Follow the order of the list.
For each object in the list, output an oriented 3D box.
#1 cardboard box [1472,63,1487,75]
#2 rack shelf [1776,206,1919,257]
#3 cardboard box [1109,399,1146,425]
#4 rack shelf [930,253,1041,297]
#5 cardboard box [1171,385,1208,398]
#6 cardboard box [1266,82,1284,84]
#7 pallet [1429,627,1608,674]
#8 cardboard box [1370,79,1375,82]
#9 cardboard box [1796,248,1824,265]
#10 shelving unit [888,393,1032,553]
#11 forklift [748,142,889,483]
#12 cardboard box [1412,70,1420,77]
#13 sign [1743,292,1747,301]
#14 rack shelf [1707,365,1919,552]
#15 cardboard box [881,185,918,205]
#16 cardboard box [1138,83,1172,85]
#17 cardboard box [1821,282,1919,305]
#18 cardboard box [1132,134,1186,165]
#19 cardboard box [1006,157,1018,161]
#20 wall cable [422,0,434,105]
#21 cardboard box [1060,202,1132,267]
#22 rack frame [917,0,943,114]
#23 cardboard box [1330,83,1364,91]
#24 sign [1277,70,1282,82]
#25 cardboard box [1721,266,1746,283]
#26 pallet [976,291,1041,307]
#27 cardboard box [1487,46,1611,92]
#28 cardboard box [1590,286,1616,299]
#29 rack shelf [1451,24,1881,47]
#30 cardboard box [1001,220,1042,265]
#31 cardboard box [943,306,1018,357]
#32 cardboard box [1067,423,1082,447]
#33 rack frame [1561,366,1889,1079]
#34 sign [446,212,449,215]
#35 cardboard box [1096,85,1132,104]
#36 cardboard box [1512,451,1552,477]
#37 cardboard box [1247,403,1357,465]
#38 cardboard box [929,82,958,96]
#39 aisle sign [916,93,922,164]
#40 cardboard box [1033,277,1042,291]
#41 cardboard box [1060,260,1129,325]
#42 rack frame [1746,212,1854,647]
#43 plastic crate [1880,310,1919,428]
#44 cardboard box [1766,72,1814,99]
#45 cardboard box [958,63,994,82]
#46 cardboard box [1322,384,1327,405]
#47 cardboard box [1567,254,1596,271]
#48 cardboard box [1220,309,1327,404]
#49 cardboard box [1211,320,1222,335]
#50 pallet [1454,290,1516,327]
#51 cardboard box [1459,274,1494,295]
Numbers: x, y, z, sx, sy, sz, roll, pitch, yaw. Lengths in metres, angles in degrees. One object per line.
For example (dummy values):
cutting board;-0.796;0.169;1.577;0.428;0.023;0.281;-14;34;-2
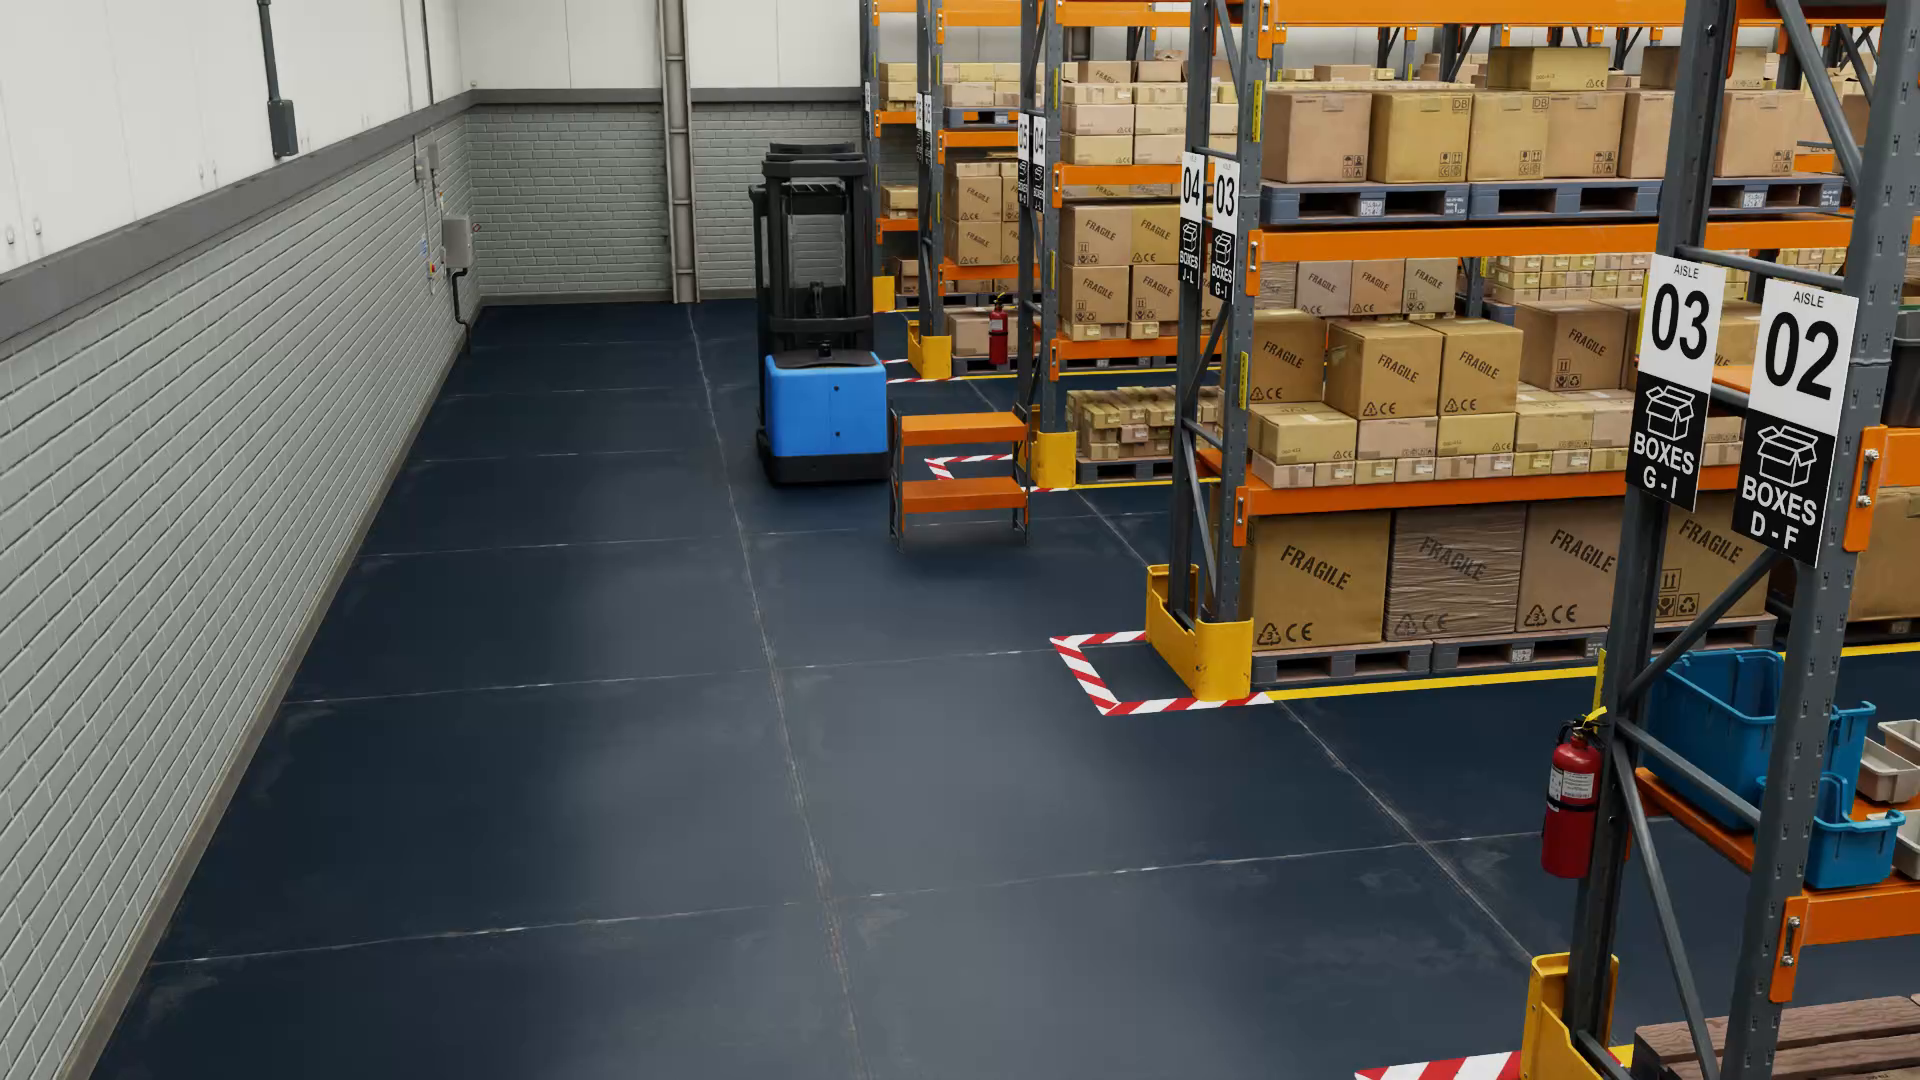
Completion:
cardboard box;6.572;-5.501;20.119;0.500;0.500;0.700;-4;18;-13
rack shelf;7.424;-2.050;10.995;4.000;0.370;1.077;-3;17;-10
cardboard box;1.518;-1.165;15.124;0.250;0.149;0.380;-3;17;-9
rack shelf;1.616;-3.251;20.011;4.000;0.370;1.077;-3;17;-10
cardboard box;2.170;-1.362;15.765;0.250;0.149;0.380;-3;17;-8
cardboard box;2.733;-4.052;15.012;0.250;0.149;0.380;-4;17;-12
pallet;3.498;0.573;11.088;1.213;0.211;1.003;-3;17;-10
cardboard box;6.002;-6.814;24.856;0.250;0.149;0.380;-4;17;-12
cardboard box;7.905;-2.700;15.691;0.250;0.149;0.380;-3;17;-11
shelving unit;-0.007;-0.537;13.145;1.048;1.125;0.538;-3;17;-10
forklift;-1.401;-2.295;15.790;1.130;2.935;3.031;-3;17;-10
cardboard box;7.225;-7.084;25.529;0.500;0.250;0.500;-3;17;-10
sign;5.348;-1.521;11.316;0.005;0.325;0.100;-3;17;-10
rack shelf;4.436;-0.400;5.621;4.000;0.370;1.077;-3;17;-10
cardboard box;-0.891;-5.086;24.512;0.500;0.250;0.500;-3;17;-9
cardboard box;1.713;-4.003;14.851;0.250;0.149;0.380;-3;17;-10
cardboard box;6.086;-1.414;10.929;0.637;0.503;0.797;-4;17;-12
cardboard box;1.698;-3.403;14.430;0.500;0.250;0.500;-3;17;-9
cardboard box;0.704;-4.458;19.741;0.250;0.149;0.380;-3;17;-9
wall cable;-6.510;-6.993;20.688;0.133;3.039;2.988;-3;17;-10
cardboard box;1.182;-2.678;14.542;0.500;0.500;0.500;-3;17;-11
rack frame;-0.347;-6.351;18.662;0.127;3.000;1.000;-3;17;-10
cardboard box;3.341;-3.920;14.580;0.250;0.149;0.380;-4;18;-13
sign;3.687;-5.265;19.220;0.005;0.325;0.100;-3;17;-10
cardboard box;7.137;-2.514;15.593;0.250;0.149;0.380;-3;17;-11
pallet;0.760;-3.696;24.988;1.213;0.211;1.003;-3;17;-10
cardboard box;3.518;-2.825;9.957;0.500;0.250;0.500;-4;17;-12
cardboard box;5.856;-2.298;15.398;0.250;0.149;0.380;-3;17;-10
rack shelf;6.582;-4.729;15.287;4.000;0.370;1.077;-3;17;-10
cardboard box;0.670;-3.511;19.464;0.500;0.500;0.500;-3;17;-11
cardboard box;0.282;-2.525;20.071;0.875;0.438;0.875;-4;17;-12
cardboard box;1.168;-0.989;15.563;0.250;0.149;0.380;-3;17;-10
rack frame;2.472;0.802;5.593;0.127;3.000;1.000;-3;17;-10
sign;-6.431;-3.861;20.936;0.001;0.494;0.329;-3;17;-10
cardboard box;1.306;-3.815;14.239;0.250;0.149;0.380;-3;17;-8
cardboard box;3.454;-0.517;10.313;0.250;0.149;0.380;-4;17;-12
cardboard box;2.055;-0.646;10.054;0.500;0.250;0.500;-4;17;-12
cardboard box;-0.310;-6.398;23.674;0.500;0.250;0.500;-3;17;-9
aisle sign;-0.477;-4.811;19.439;0.004;0.787;0.394;-3;17;-10
cardboard box;1.192;-4.021;24.835;0.500;0.500;0.700;-4;18;-13
cardboard box;1.184;-2.197;14.679;0.500;0.500;0.500;-2;17;-8
rack frame;5.460;-0.849;10.967;0.127;3.000;1.000;-3;17;-10
plastic crate;2.903;-0.511;4.980;0.590;0.269;0.497;-3;17;-10
cardboard box;7.697;-4.225;15.374;0.258;0.266;0.396;-3;17;-10
cardboard box;0.184;-6.664;23.689;0.500;0.250;0.500;-4;17;-11
cardboard box;2.456;-0.828;10.648;0.500;0.250;0.500;-4;17;-11
cardboard box;5.617;-2.570;15.269;0.250;0.149;0.380;-3;17;-10
cardboard box;1.961;-1.158;10.445;0.500;0.500;0.500;-3;17;-10
cardboard box;2.335;-1.958;15.007;0.250;0.149;0.380;-4;17;-12
pallet;5.396;-2.193;15.671;1.213;0.211;1.003;-3;17;-10
cardboard box;4.971;-2.444;15.874;0.250;0.149;0.380;-4;17;-12
